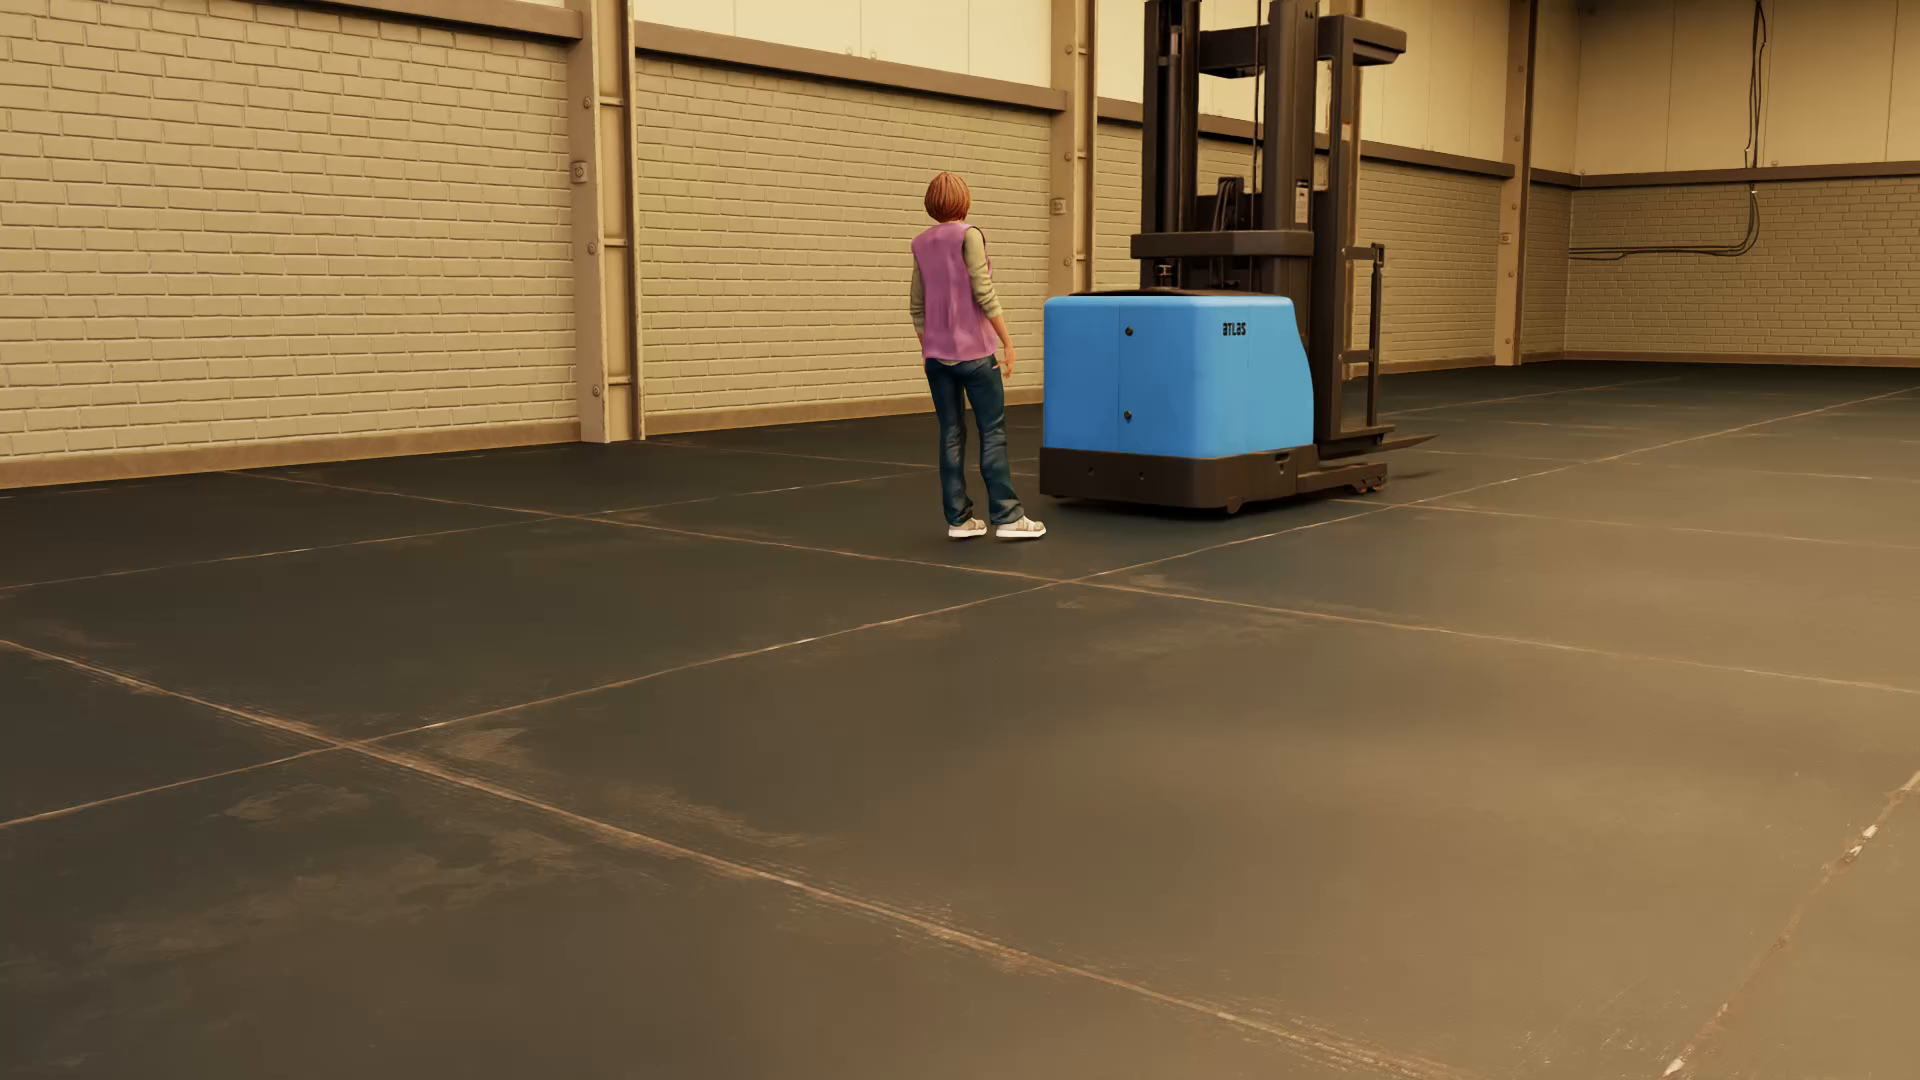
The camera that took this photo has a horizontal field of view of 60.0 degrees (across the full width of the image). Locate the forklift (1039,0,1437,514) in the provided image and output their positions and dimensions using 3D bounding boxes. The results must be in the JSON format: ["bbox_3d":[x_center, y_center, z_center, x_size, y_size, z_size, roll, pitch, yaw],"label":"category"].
[{"bbox_3d":[1.732,-1.739,9.168,1.130,2.935,3.031,7,11,39],"label":"forklift"}]

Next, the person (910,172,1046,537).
[{"bbox_3d":[0.058,-0.804,7.337,0.521,1.599,0.473,7,11,38],"label":"person"}]
